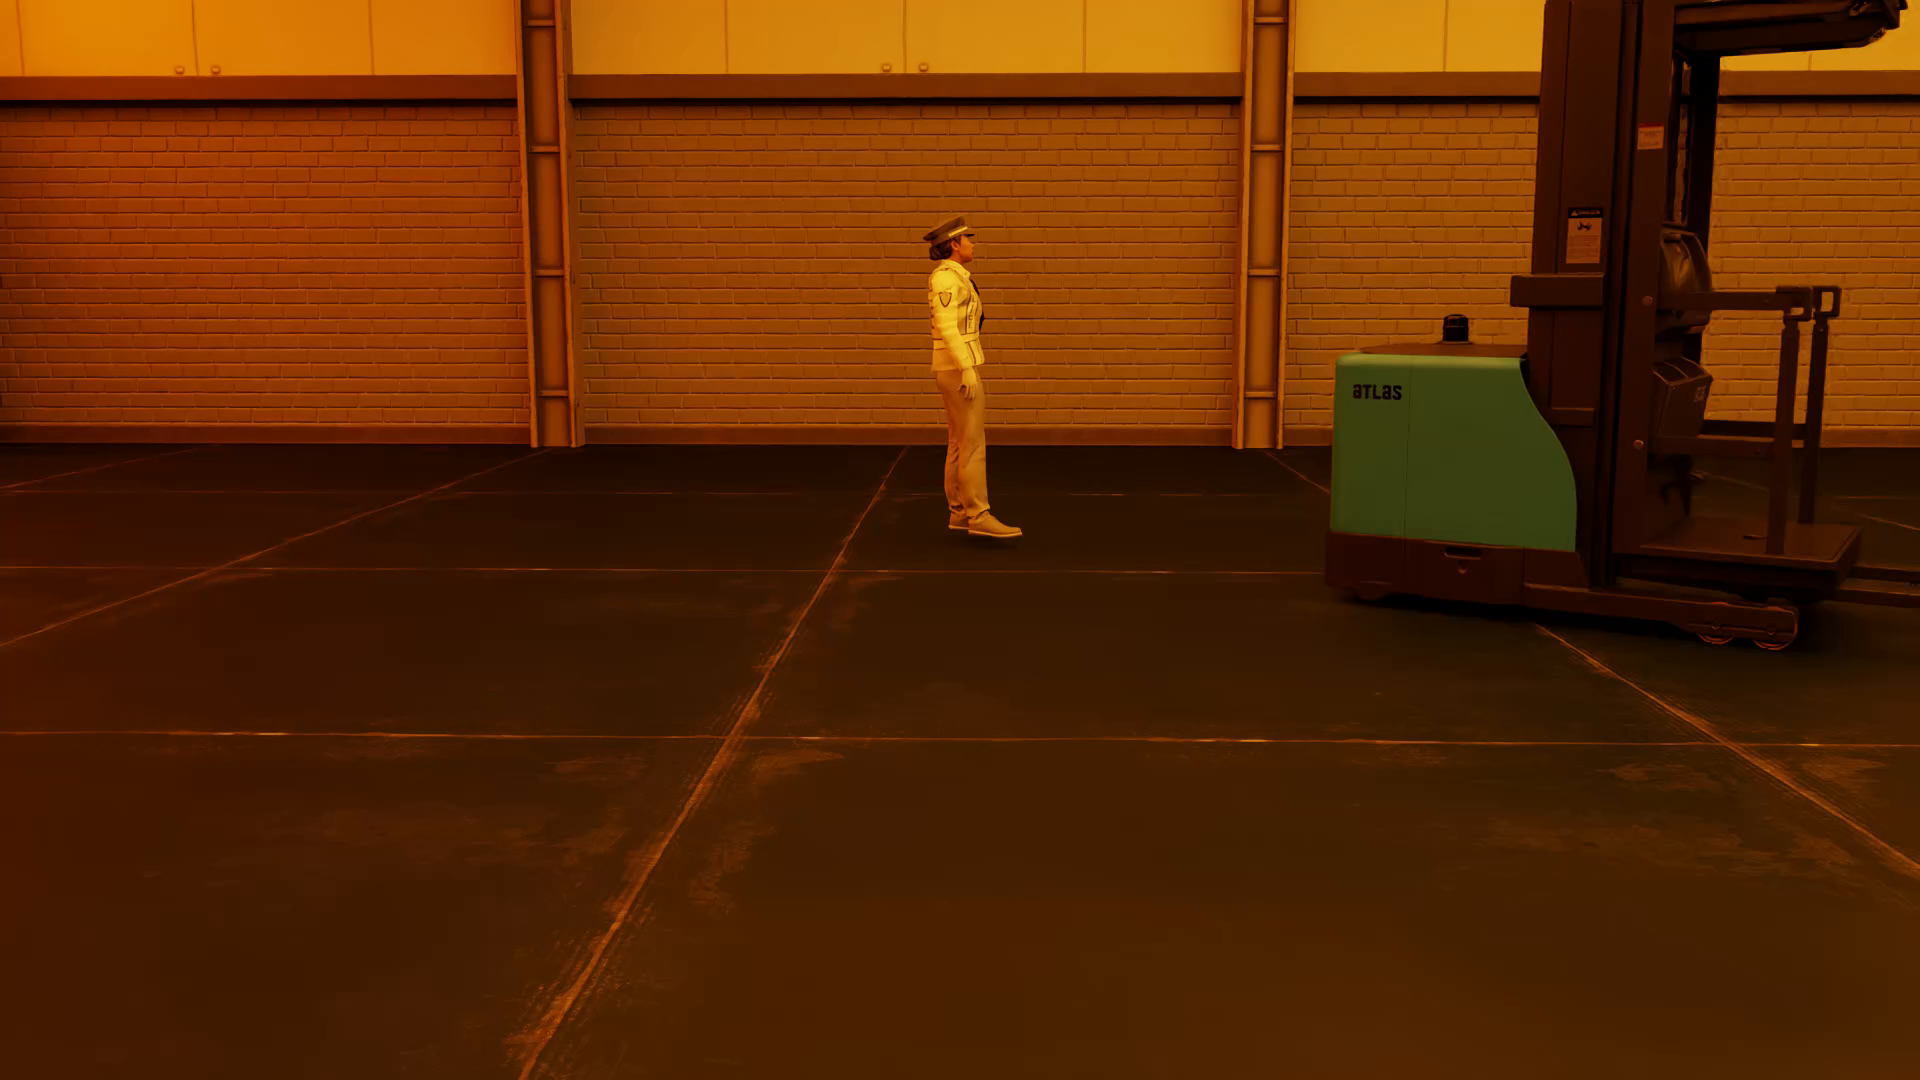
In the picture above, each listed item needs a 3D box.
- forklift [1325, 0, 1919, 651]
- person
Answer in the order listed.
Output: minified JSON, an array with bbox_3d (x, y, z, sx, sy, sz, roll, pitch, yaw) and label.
[{"bbox_3d":[3.111,-1.123,6.644,3.031,2.935,1.130,6,10,32],"label":"forklift"},{"bbox_3d":[0.067,-0.884,8.859,0.534,1.696,0.587,0,9,1],"label":"person"}]
